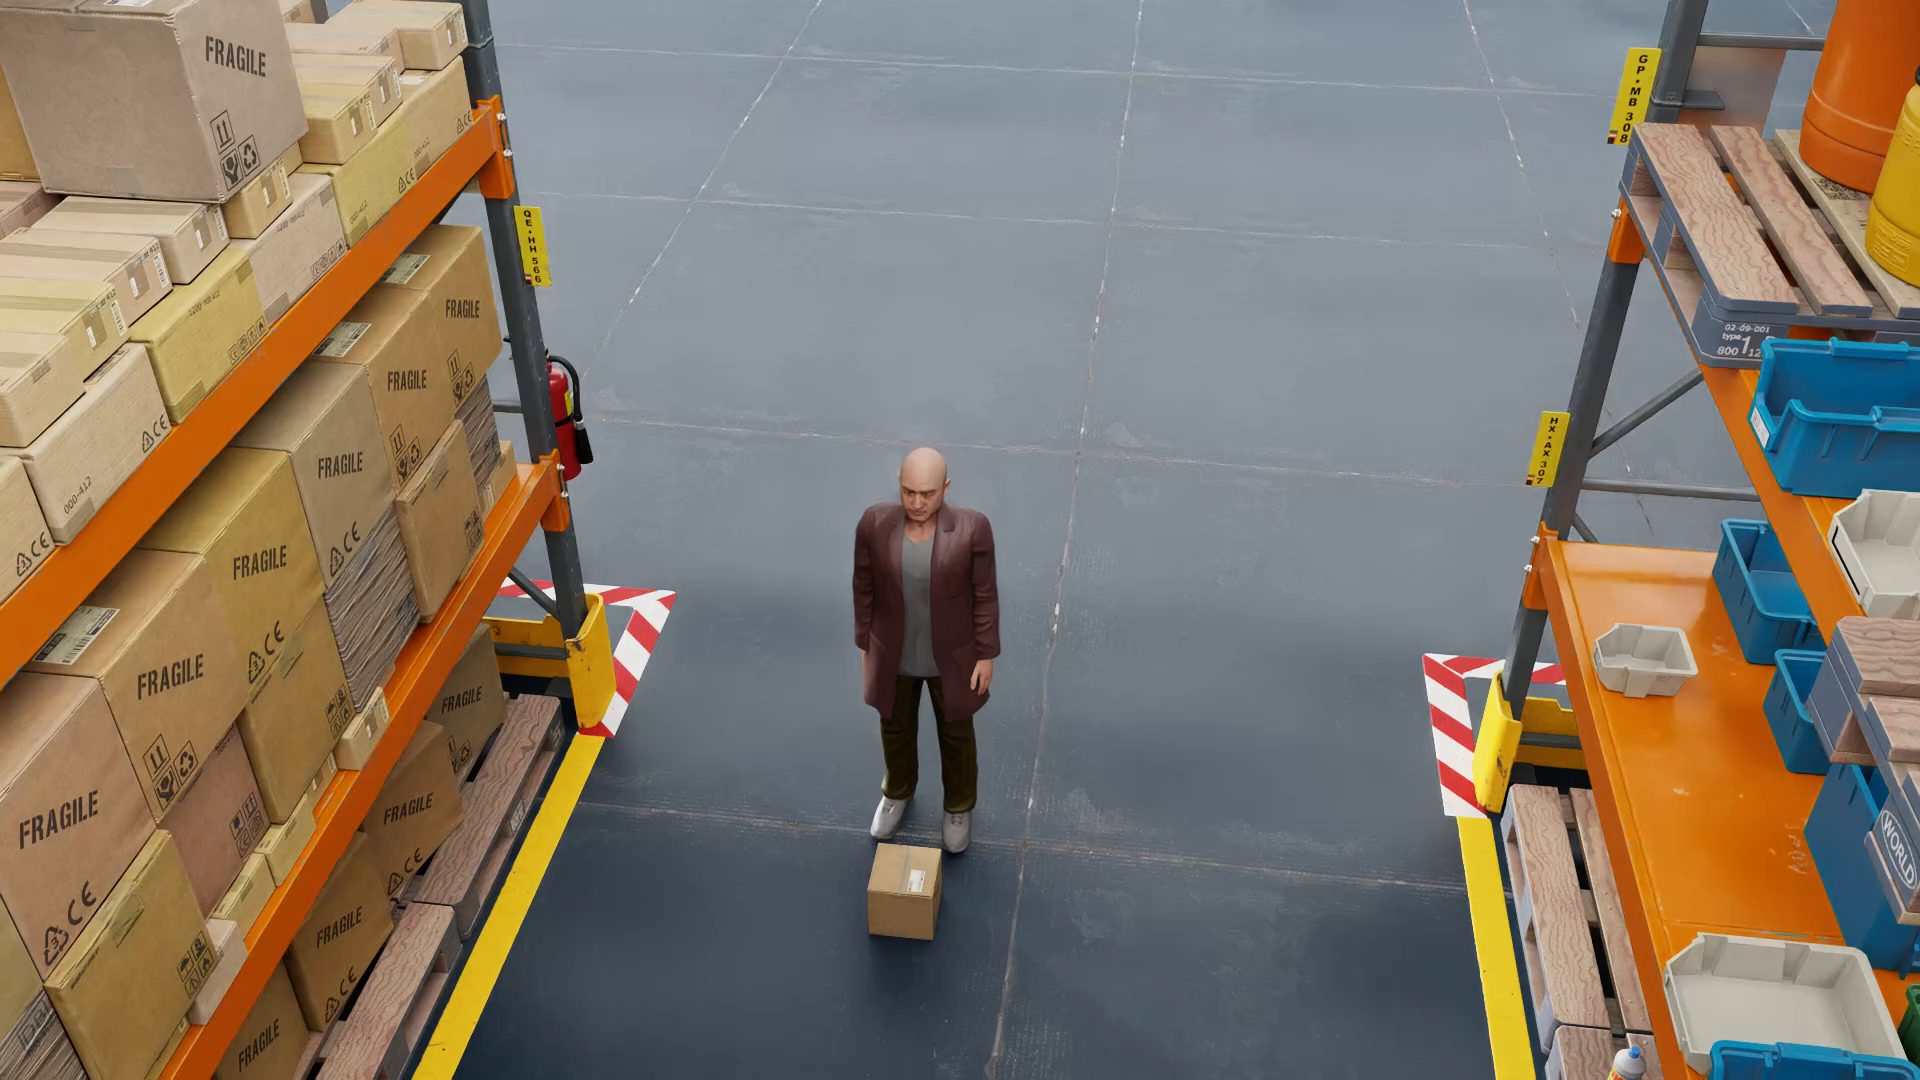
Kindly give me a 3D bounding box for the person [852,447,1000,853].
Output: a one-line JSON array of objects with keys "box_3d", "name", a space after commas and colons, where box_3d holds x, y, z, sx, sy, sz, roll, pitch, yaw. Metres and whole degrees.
[{"box_3d": [-0.134, 0.442, 6.417, 0.578, 1.783, 0.398, 5, 36, 6], "name": "person"}]
